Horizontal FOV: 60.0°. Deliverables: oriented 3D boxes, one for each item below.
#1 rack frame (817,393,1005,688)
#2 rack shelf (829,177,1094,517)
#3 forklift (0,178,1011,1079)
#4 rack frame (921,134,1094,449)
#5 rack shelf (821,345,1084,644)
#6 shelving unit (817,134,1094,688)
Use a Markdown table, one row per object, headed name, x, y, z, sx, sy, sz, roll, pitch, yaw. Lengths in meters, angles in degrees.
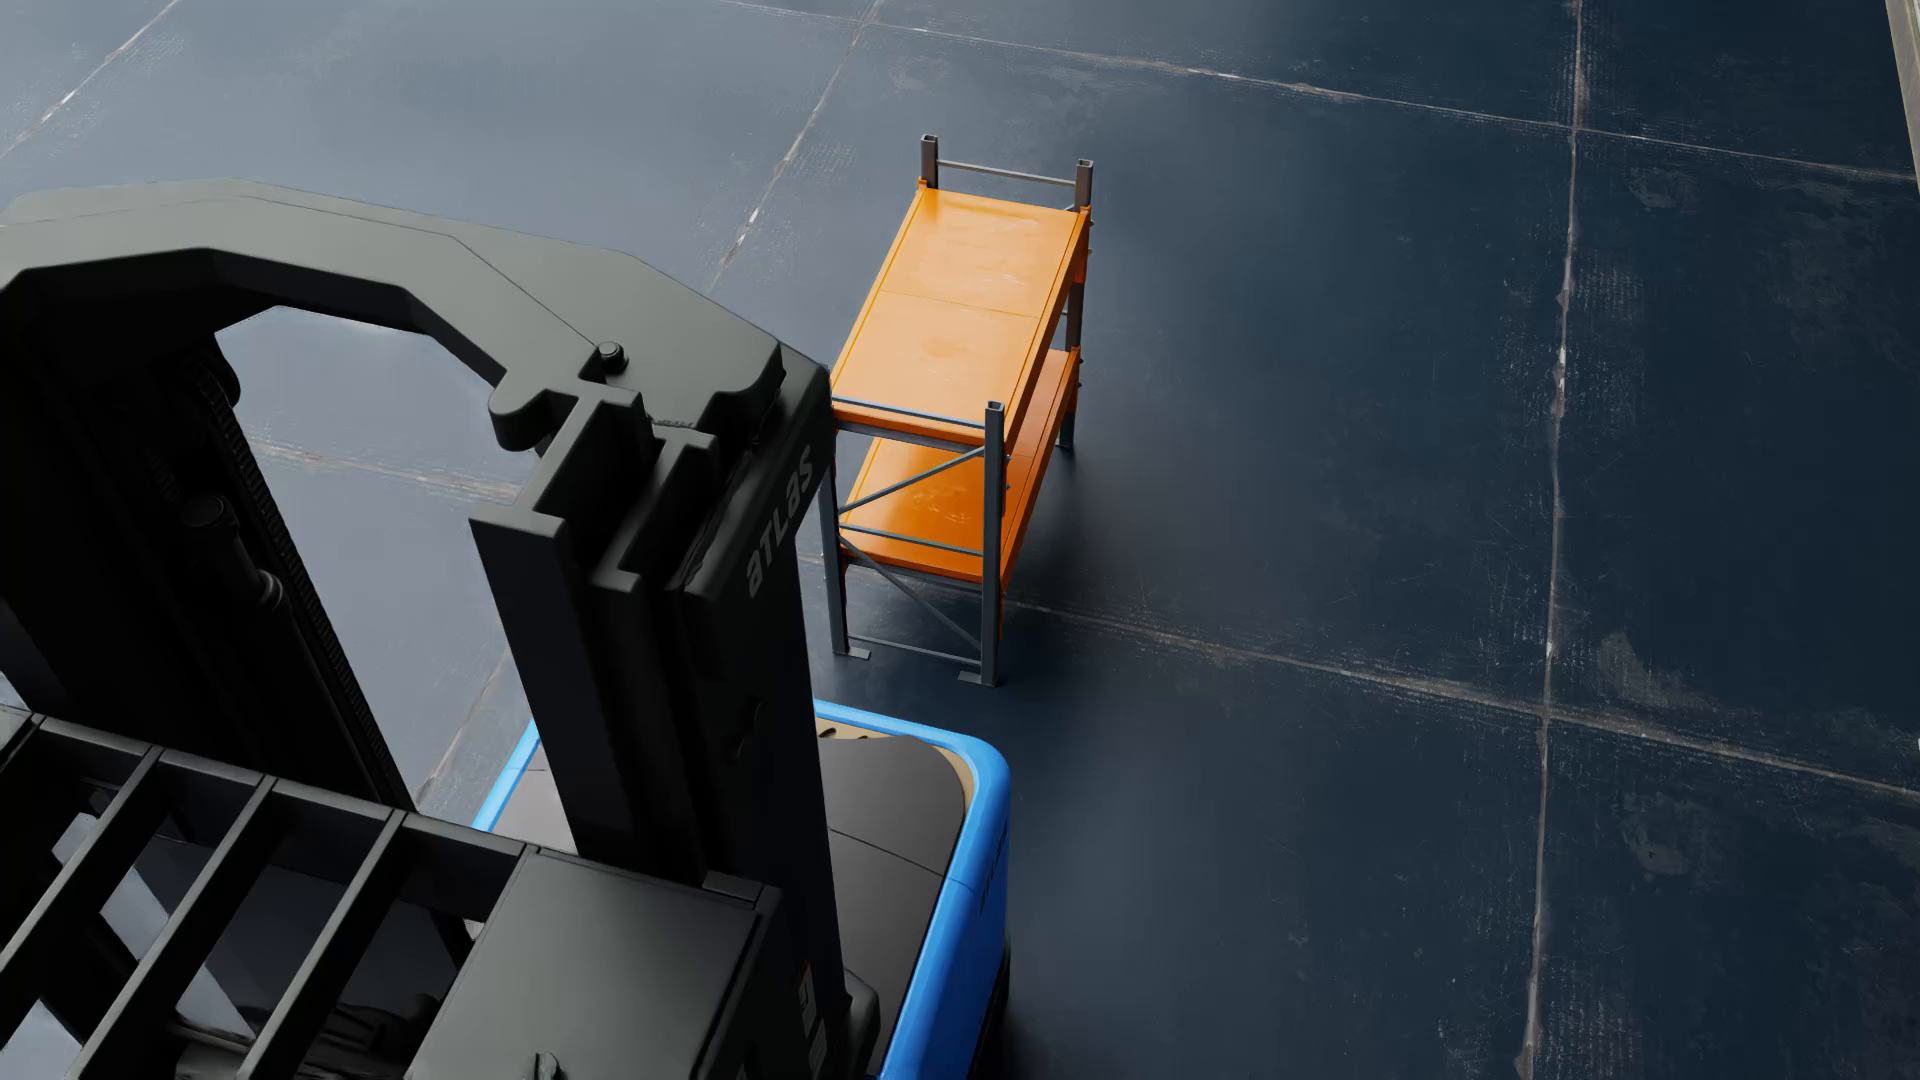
| name | x | y | z | sx | sy | sz | roll | pitch | yaw |
| --- | --- | --- | --- | --- | --- | --- | --- | --- | --- |
| rack frame | -0.136 | 0.000 | 4.499 | 0.500 | 1.125 | 0.032 | 12 | 50 | 10 |
| rack shelf | -0.002 | -0.561 | 4.604 | 0.538 | 0.278 | 1.000 | 12 | 50 | 10 |
| forklift | -0.778 | 1.129 | 2.299 | 1.130 | 2.935 | 3.031 | 12 | 50 | 11 |
| rack frame | 0.132 | -0.735 | 5.148 | 0.500 | 1.125 | 0.032 | 12 | 50 | 10 |
| rack shelf | -0.002 | -0.206 | 5.007 | 0.538 | 0.278 | 1.000 | 12 | 50 | 10 |
| shelving unit | -0.002 | -0.367 | 4.824 | 0.538 | 1.125 | 1.048 | 12 | 50 | 10 |
